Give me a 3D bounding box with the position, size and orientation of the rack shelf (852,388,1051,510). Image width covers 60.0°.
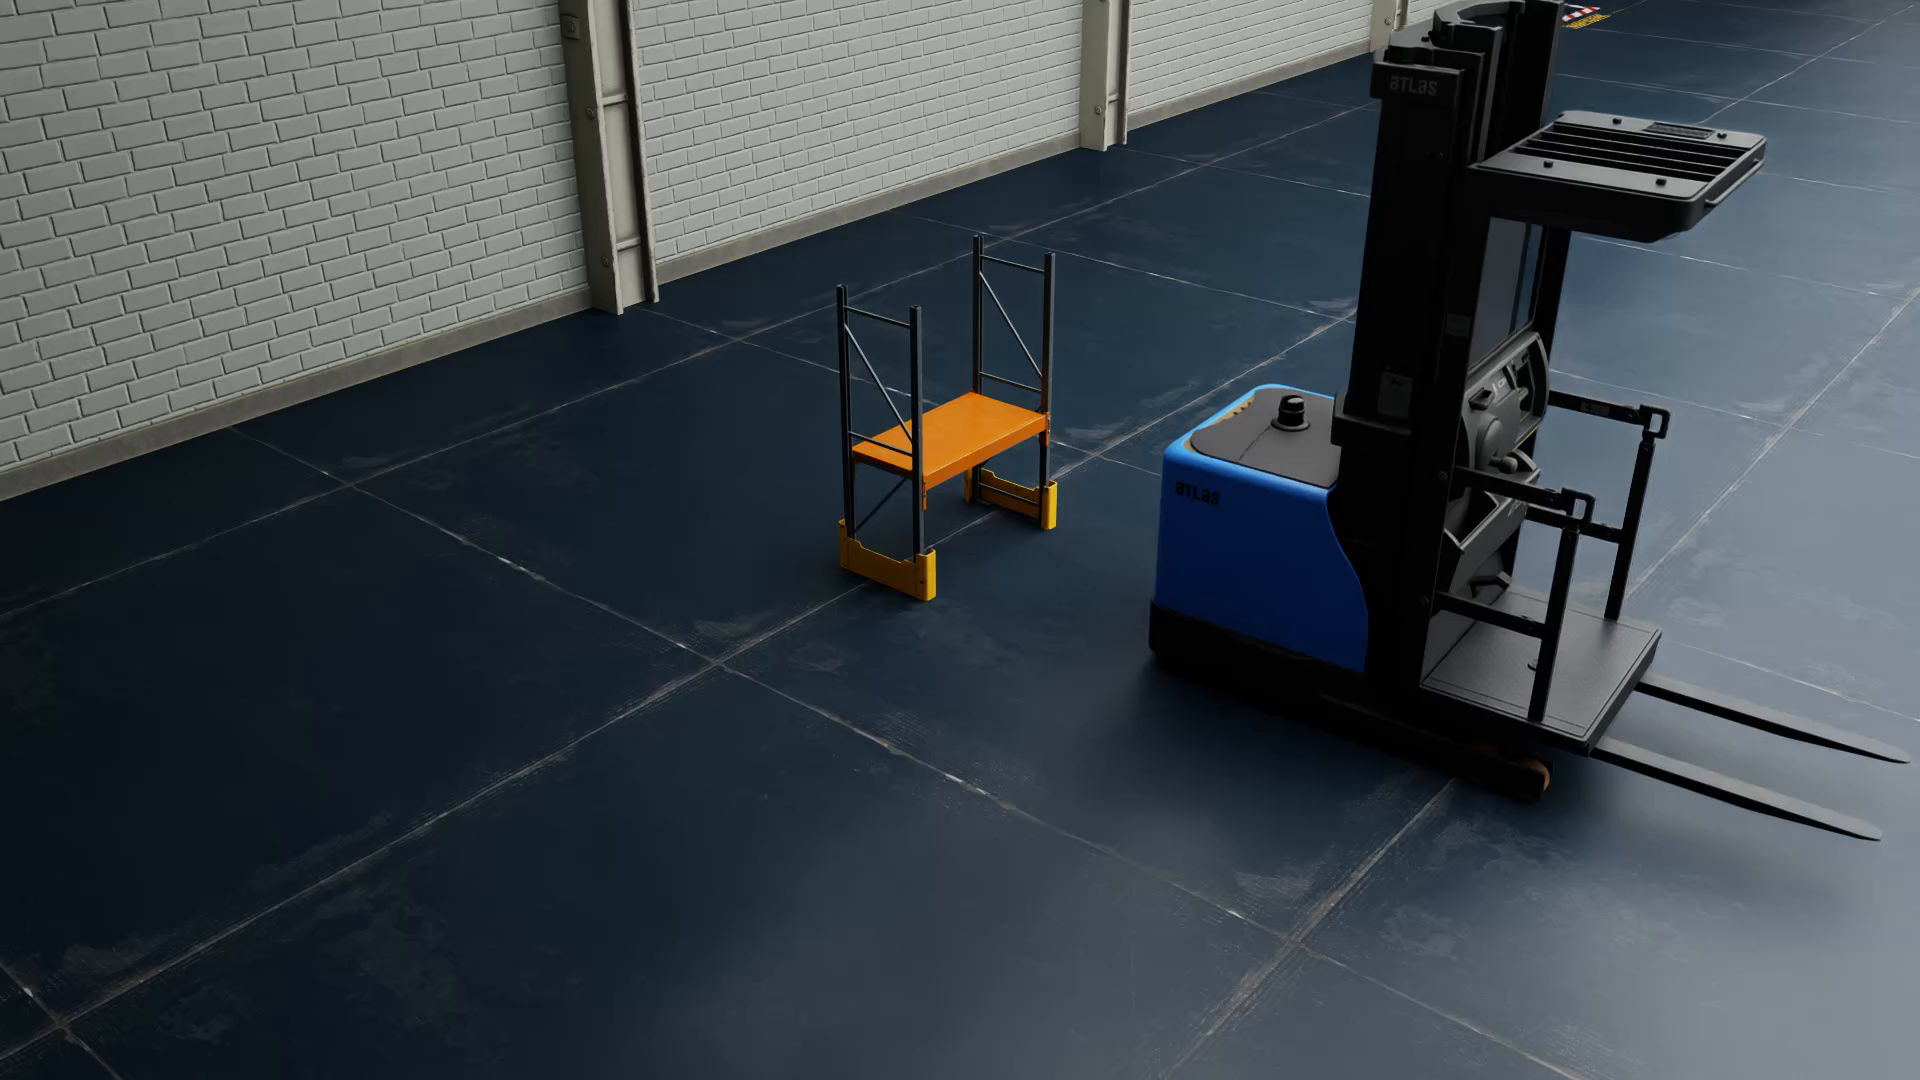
[{"bbox_3d":[-0.054,-0.476,8.430,0.538,0.185,1.000,21,34,34],"label":"rack shelf"}]

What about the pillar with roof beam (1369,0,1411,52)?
[{"bbox_3d":[8.523,-8.712,15.797,9.100,9.000,0.400,21,34,34],"label":"pillar with roof beam"}]

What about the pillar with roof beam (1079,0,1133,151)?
[{"bbox_3d":[4.706,-6.585,11.684,9.100,9.000,0.400,21,34,34],"label":"pillar with roof beam"}]

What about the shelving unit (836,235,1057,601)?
[{"bbox_3d":[-0.048,-0.639,8.353,0.587,1.500,1.083,21,34,34],"label":"shelving unit"}]

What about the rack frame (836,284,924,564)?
[{"bbox_3d":[-0.378,-0.456,7.999,0.500,1.500,0.032,21,34,34],"label":"rack frame"}]

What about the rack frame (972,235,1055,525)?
[{"bbox_3d":[0.269,-0.816,8.695,0.500,1.500,0.032,21,34,34],"label":"rack frame"}]

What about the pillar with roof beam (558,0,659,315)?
[{"bbox_3d":[0.890,-4.457,7.572,9.100,9.000,0.400,21,34,34],"label":"pillar with roof beam"}]

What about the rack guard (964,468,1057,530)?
[{"bbox_3d":[0.268,-0.261,8.982,0.587,0.250,0.087,21,34,34],"label":"rack guard"}]

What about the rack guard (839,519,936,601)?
[{"bbox_3d":[-0.365,0.093,8.299,0.587,0.250,0.087,21,34,34],"label":"rack guard"}]

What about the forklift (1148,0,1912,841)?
[{"bbox_3d":[2.359,-0.529,6.583,3.031,2.935,1.130,18,33,31],"label":"forklift"}]
